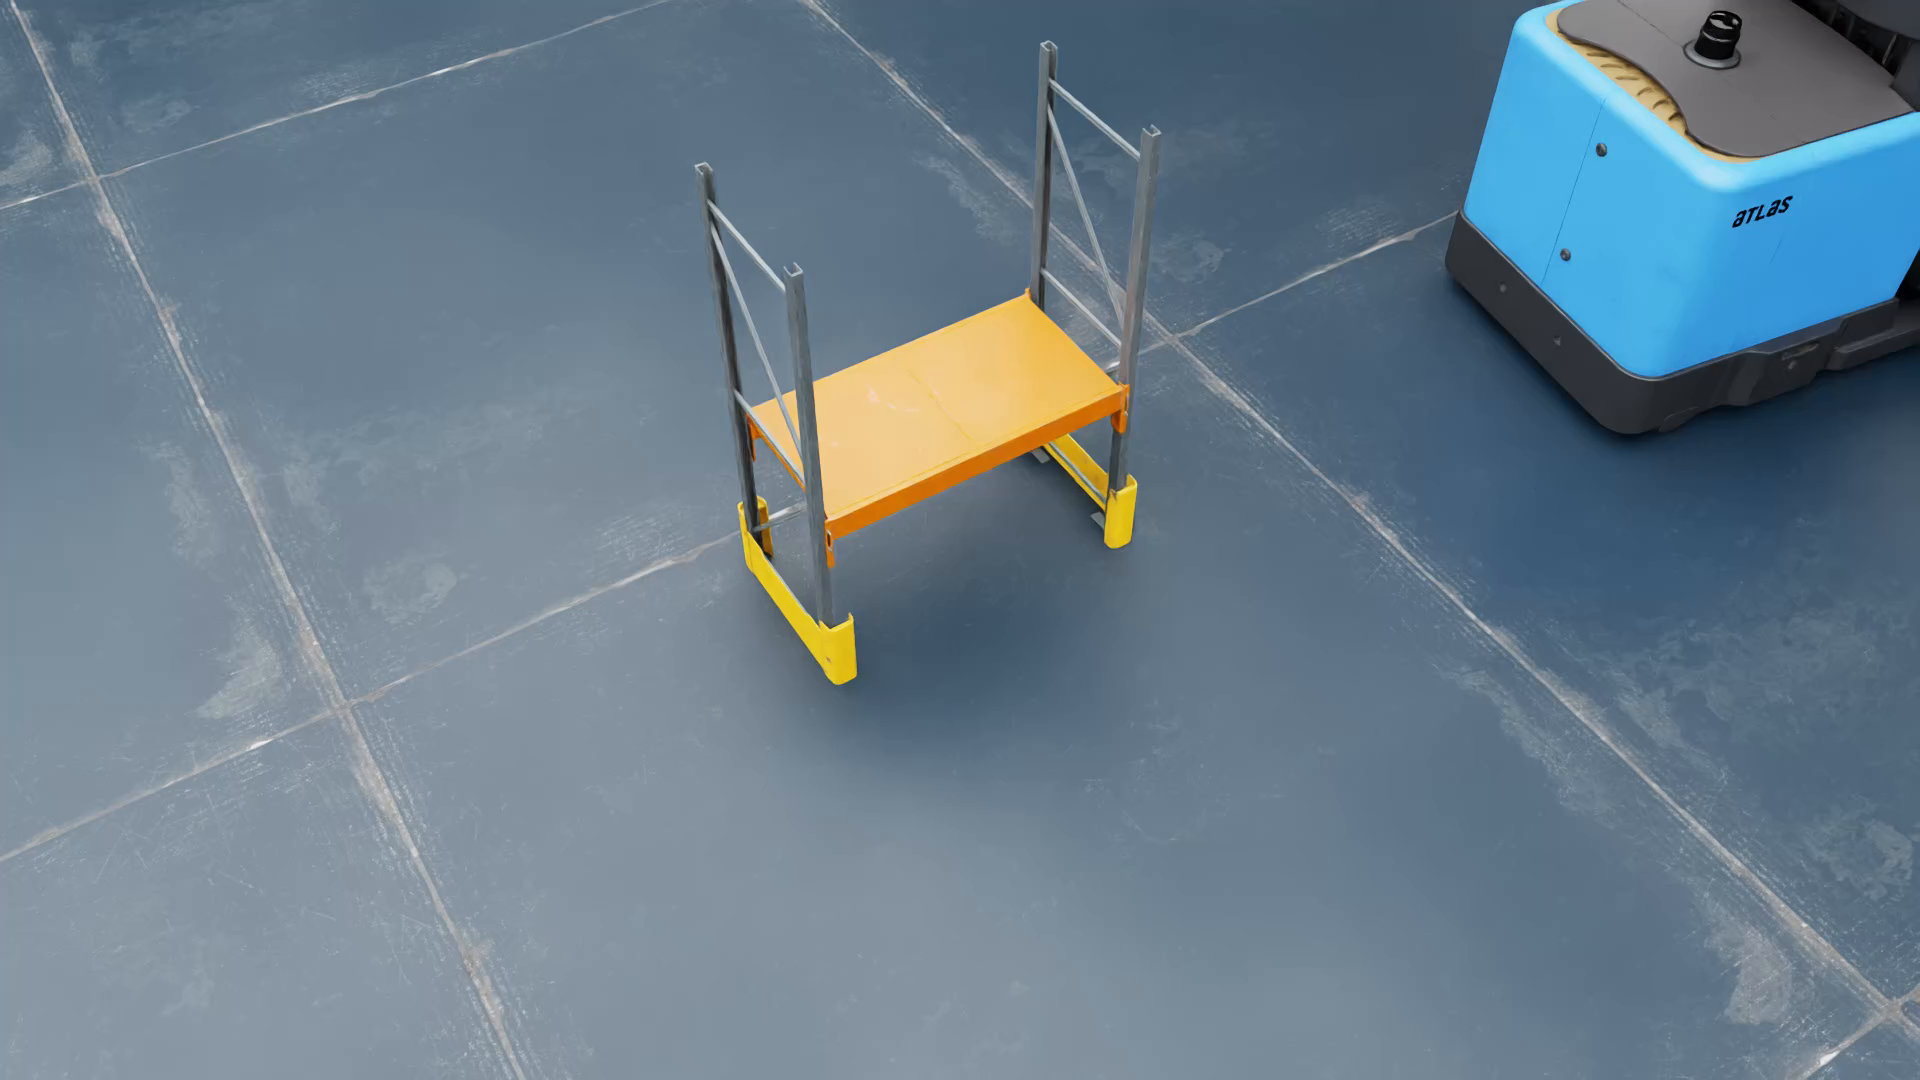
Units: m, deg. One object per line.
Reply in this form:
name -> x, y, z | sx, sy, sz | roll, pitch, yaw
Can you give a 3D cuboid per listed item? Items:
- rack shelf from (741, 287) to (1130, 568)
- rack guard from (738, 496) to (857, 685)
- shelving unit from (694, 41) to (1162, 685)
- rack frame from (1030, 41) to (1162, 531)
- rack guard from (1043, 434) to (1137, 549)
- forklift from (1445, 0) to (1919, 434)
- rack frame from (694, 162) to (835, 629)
rack shelf -> -0.072, -0.345, 4.794 | 1.000, 0.185, 0.538 | -25, 53, -21
rack guard -> -0.486, 0.146, 4.953 | 0.087, 0.250, 0.587 | -25, 53, -21
shelving unit -> -0.064, -0.468, 4.663 | 1.083, 1.500, 0.587 | -25, 53, -21
rack frame -> 0.358, -0.667, 4.840 | 0.032, 1.500, 0.500 | -25, 53, -21
rack guard -> 0.357, -0.251, 5.306 | 0.087, 0.250, 0.587 | -25, 53, -21
forklift -> 3.327, -2.061, 5.123 | 3.031, 2.935, 1.130 | -18, 51, -15
rack frame -> -0.502, -0.262, 4.479 | 0.032, 1.500, 0.500 | -25, 53, -21
